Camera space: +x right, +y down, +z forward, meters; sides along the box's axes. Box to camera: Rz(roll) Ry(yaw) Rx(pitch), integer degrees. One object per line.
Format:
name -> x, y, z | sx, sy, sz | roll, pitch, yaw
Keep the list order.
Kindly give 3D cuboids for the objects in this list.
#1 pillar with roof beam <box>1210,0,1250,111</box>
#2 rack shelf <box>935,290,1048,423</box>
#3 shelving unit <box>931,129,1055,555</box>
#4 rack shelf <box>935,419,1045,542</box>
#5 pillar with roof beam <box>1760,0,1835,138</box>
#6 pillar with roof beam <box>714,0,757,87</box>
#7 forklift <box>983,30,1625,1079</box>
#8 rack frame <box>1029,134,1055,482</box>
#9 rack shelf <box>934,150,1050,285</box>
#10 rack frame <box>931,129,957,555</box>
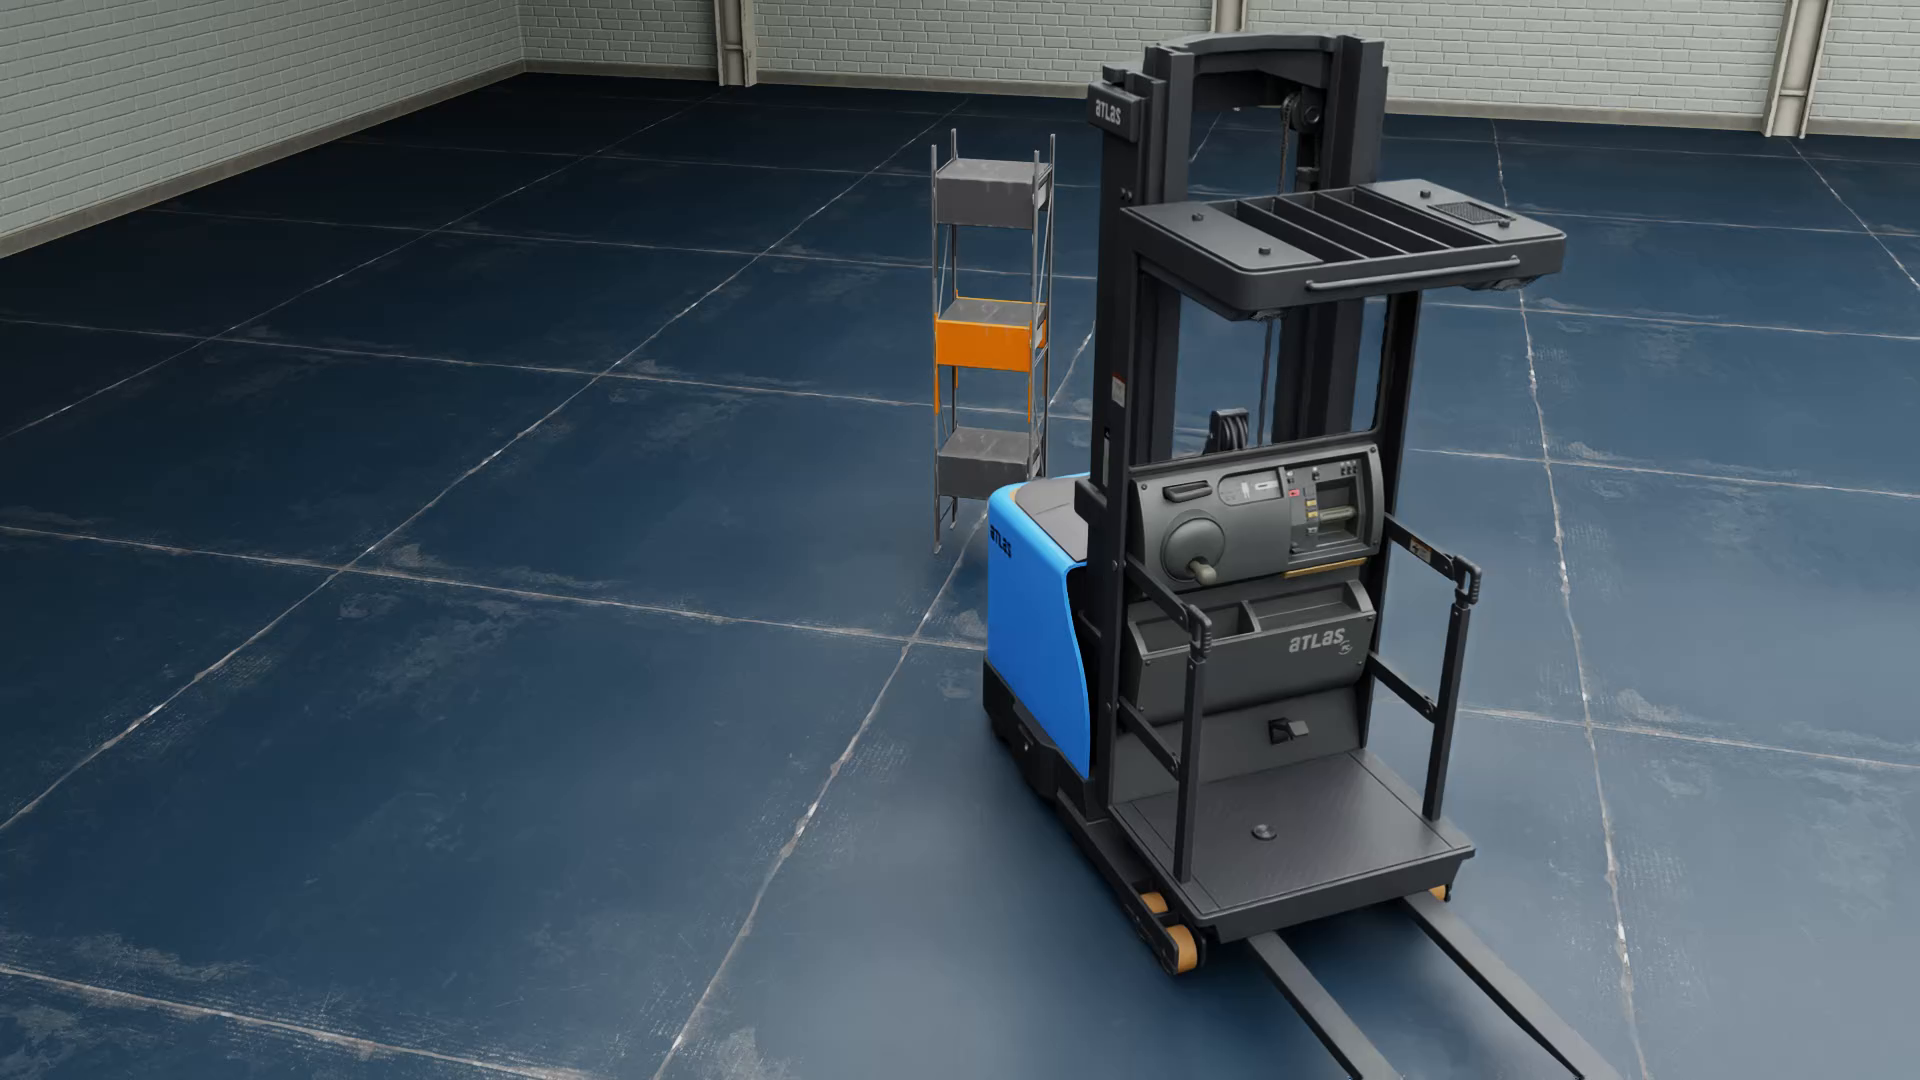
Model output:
pillar with roof beam -> 1.987, -7.289, 13.591 | 0.400, 9.000, 9.100 | 6, 26, 13
rack shelf -> 0.160, -0.918, 8.267 | 0.480, 0.518, 0.431 | 6, 26, 13
shelving unit -> 0.160, -0.930, 8.261 | 0.503, 2.100, 0.431 | 6, 26, 13
rack shelf -> 0.160, -0.286, 8.568 | 0.480, 0.518, 0.431 | 6, 26, 13
pillar with roof beam -> 7.798, -6.646, 12.241 | 0.400, 9.000, 9.100 | 6, 26, 13
pillar with roof beam -> -3.824, -7.931, 14.940 | 0.400, 9.000, 9.100 | 6, 26, 13
forklift -> 1.102, -0.052, 5.450 | 1.130, 2.935, 3.031 | -9, 27, -19
rack frame -> 0.397, -0.904, 8.207 | 0.015, 2.100, 0.400 | 6, 26, 13
rack shelf -> 0.160, -1.550, 7.966 | 0.480, 0.518, 0.431 | 6, 26, 13
rack frame -> -0.076, -0.956, 8.316 | 0.015, 2.100, 0.400 | 6, 26, 13
